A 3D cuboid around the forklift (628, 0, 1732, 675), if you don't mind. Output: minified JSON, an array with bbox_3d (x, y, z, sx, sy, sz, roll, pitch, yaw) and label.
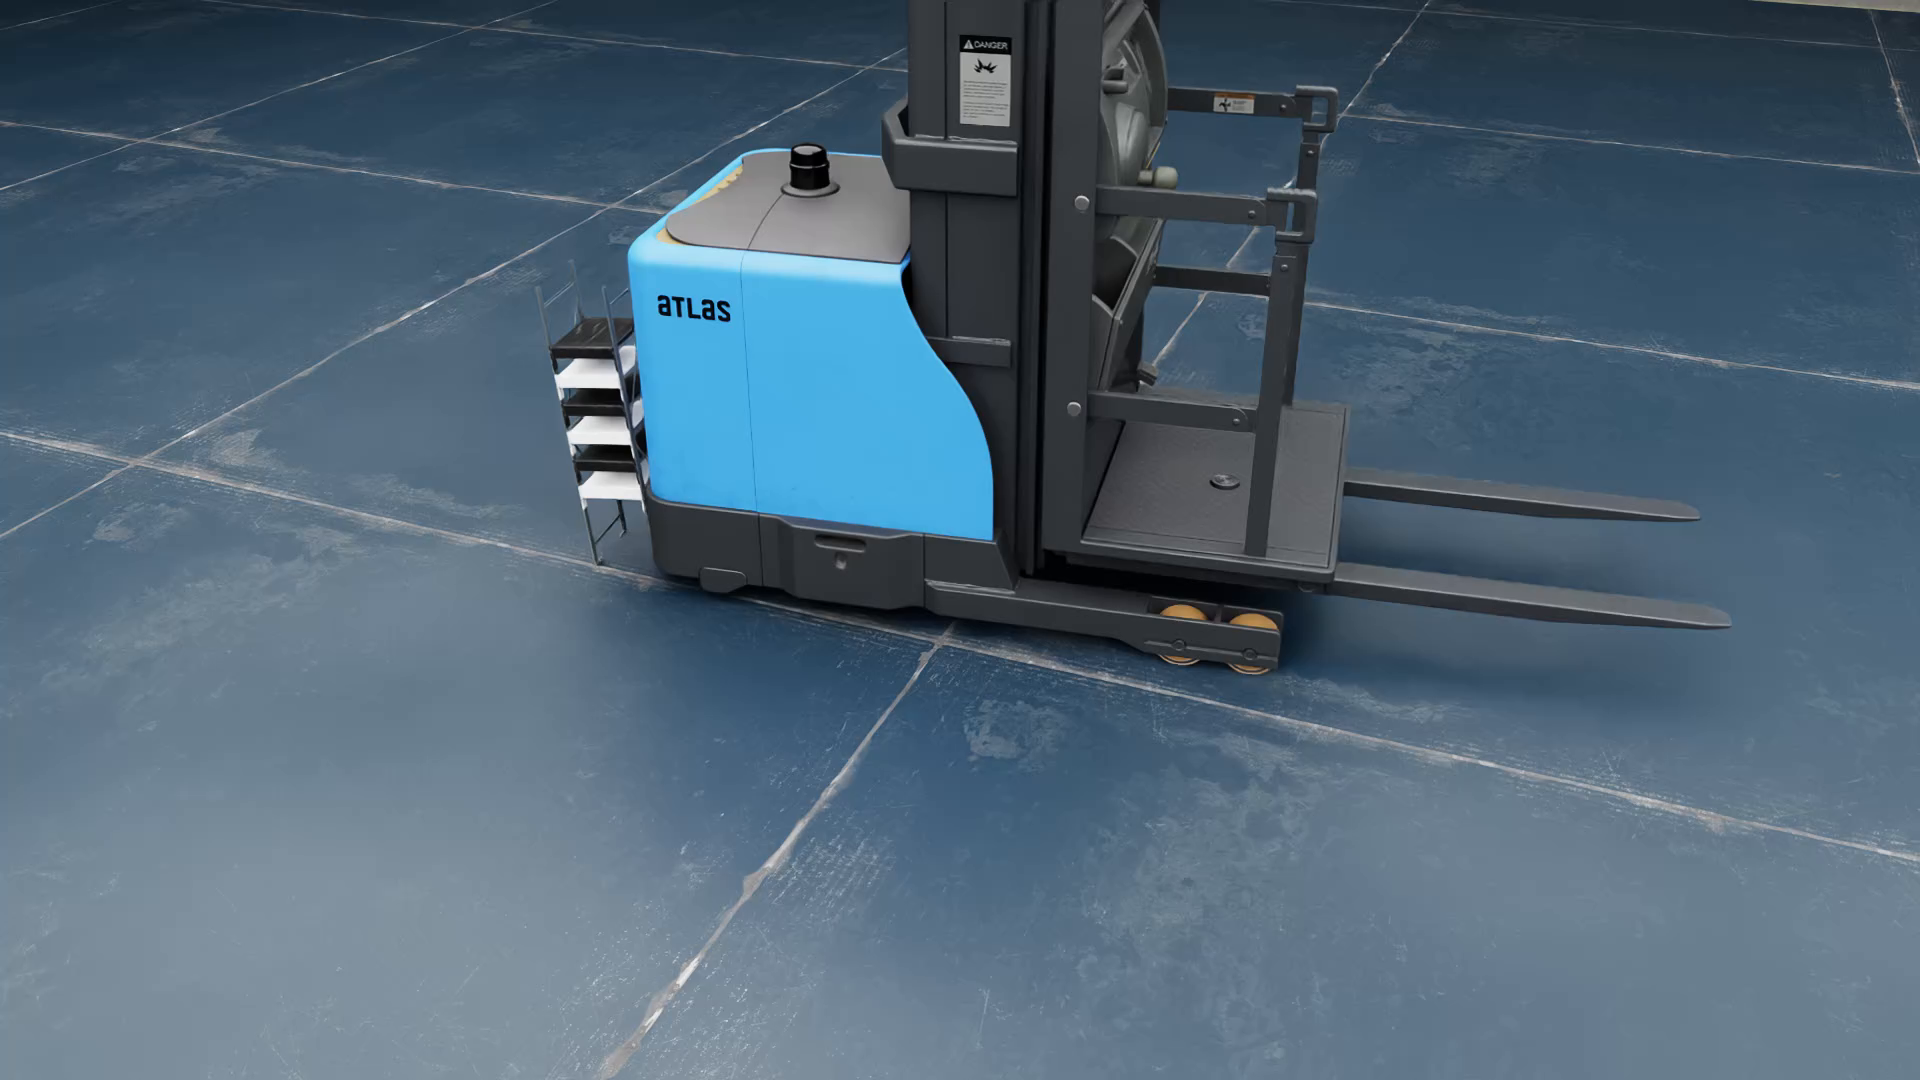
[{"bbox_3d":[0.653,-1.193,4.381,3.031,2.935,1.130,7,30,12],"label":"forklift"}]

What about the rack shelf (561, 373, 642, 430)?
[{"bbox_3d":[-1.035,-0.418,4.945,0.200,0.077,0.258,2,29,14],"label":"rack shelf"}]

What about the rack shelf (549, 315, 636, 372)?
[{"bbox_3d":[-1.050,-0.576,4.859,0.200,0.077,0.258,2,29,14],"label":"rack shelf"}]

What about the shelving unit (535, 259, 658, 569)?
[{"bbox_3d":[-1.031,-0.368,4.971,0.210,0.900,0.258,2,29,14],"label":"shelving unit"}]

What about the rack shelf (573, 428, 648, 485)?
[{"bbox_3d":[-1.021,-0.260,5.030,0.200,0.077,0.258,2,29,14],"label":"rack shelf"}]

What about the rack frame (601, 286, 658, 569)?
[{"bbox_3d":[-0.932,-0.364,4.947,0.006,0.900,0.240,2,29,14],"label":"rack frame"}]

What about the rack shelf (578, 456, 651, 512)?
[{"bbox_3d":[-1.013,-0.181,5.072,0.200,0.077,0.258,2,29,14],"label":"rack shelf"}]

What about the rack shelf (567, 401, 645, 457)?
[{"bbox_3d":[-1.028,-0.339,4.987,0.200,0.077,0.258,2,29,14],"label":"rack shelf"}]

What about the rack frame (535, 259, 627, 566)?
[{"bbox_3d":[-1.129,-0.372,4.996,0.006,0.900,0.240,2,29,14],"label":"rack frame"}]

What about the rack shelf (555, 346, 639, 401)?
[{"bbox_3d":[-1.043,-0.497,4.902,0.200,0.077,0.258,2,29,14],"label":"rack shelf"}]
